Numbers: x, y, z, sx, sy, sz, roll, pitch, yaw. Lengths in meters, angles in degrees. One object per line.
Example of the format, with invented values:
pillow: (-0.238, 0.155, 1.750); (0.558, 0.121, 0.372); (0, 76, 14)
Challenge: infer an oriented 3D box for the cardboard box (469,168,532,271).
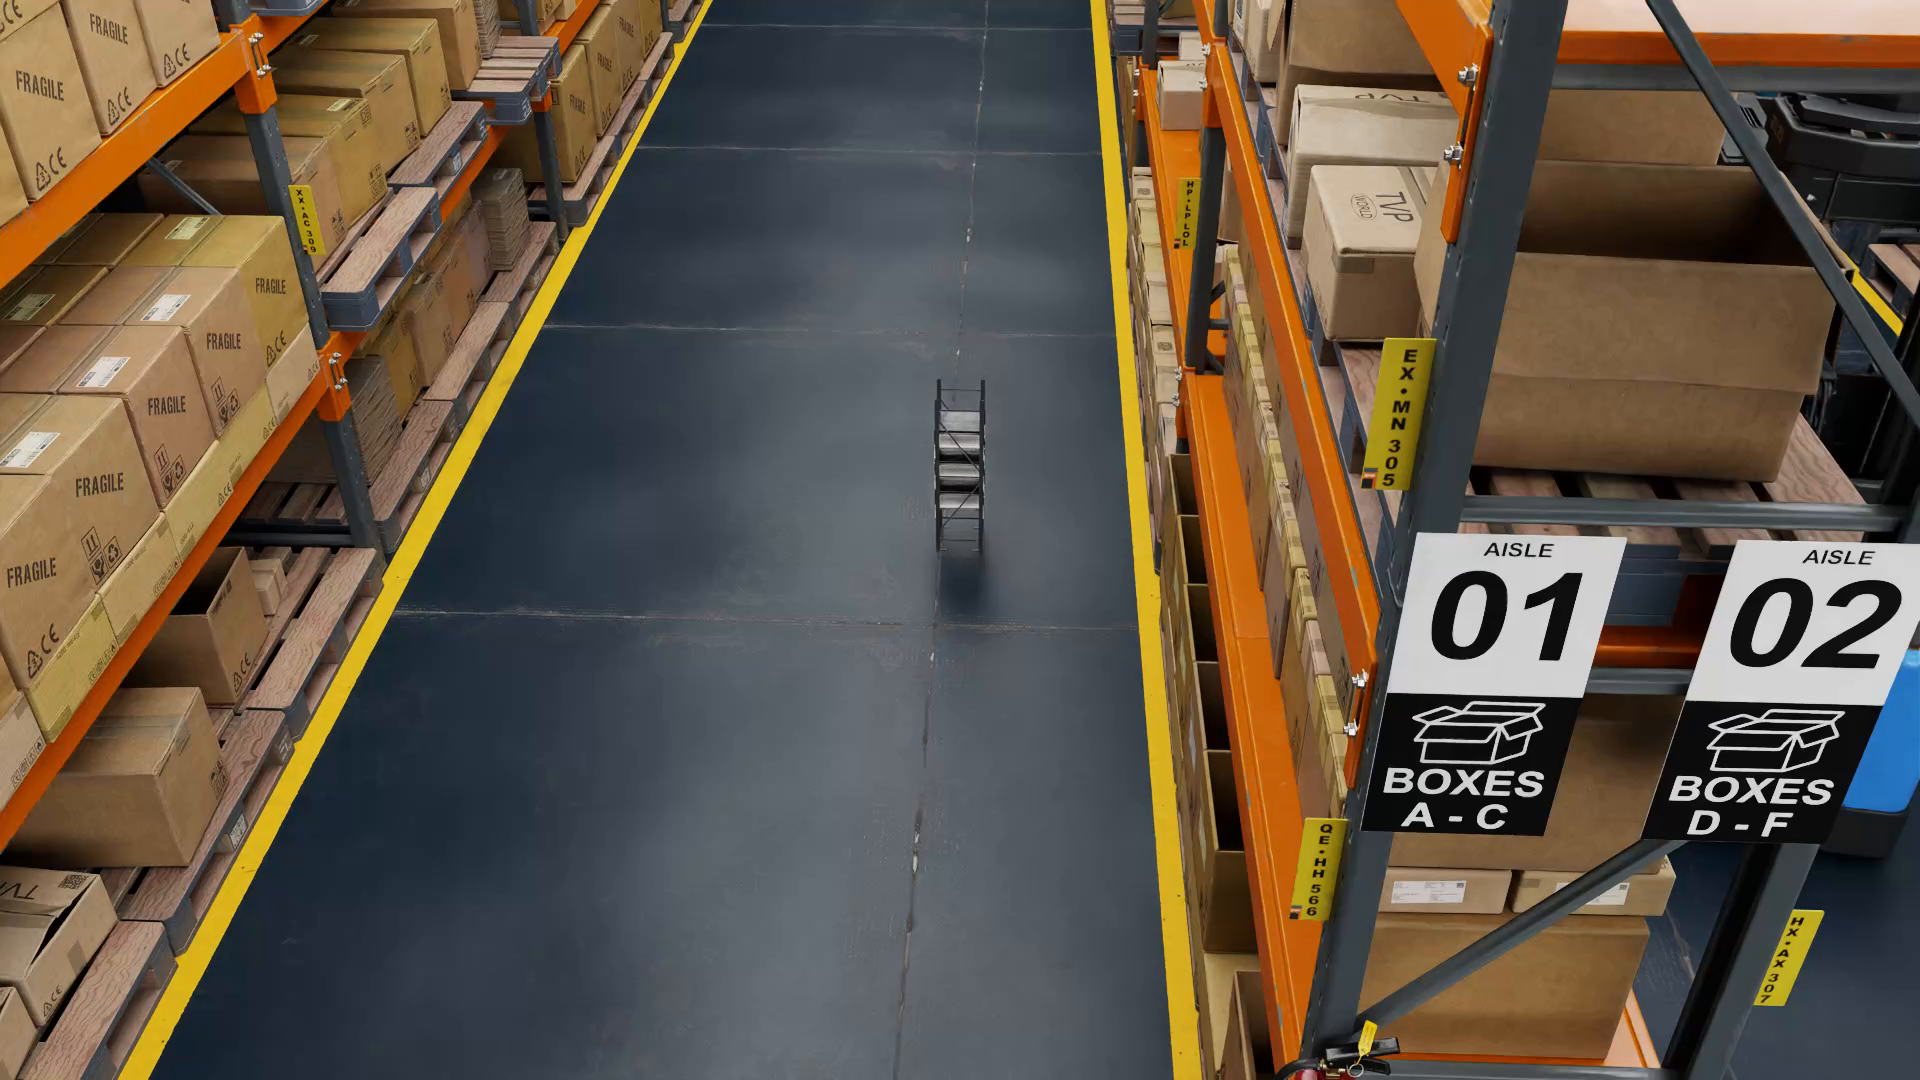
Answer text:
cardboard box: (-3.244, -2.105, 10.873); (0.700, 0.500, 0.500); (2, 35, 3)

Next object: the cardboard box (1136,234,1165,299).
cardboard box: (1.333, -1.637, 9.955); (0.500, 0.311, 0.500); (0, 35, 1)

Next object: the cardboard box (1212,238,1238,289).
cardboard box: (1.374, -1.406, 8.205); (0.396, 0.266, 0.258); (1, 35, 1)

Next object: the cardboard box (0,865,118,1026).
cardboard box: (-3.447, 1.431, 6.006); (0.500, 0.311, 0.500); (4, 35, 6)

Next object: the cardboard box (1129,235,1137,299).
cardboard box: (1.349, -1.714, 10.552); (0.500, 0.250, 0.500); (0, 35, 1)

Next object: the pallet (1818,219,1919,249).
pallet: (6.622, -2.446, 11.993); (1.003, 0.211, 1.213); (1, 35, 2)

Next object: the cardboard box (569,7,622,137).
cardboard box: (-3.065, -3.577, 12.681); (0.750, 0.750, 0.750); (1, 35, 2)

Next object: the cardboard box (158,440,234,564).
cardboard box: (-3.177, -0.156, 6.422); (0.500, 0.250, 0.500); (1, 35, 2)

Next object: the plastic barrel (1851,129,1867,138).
plastic barrel: (6.568, -2.895, 12.005); (0.421, 0.512, 0.421); (0, 35, 0)

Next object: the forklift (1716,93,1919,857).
forklift: (3.557, -0.754, 7.219); (1.130, 2.935, 3.031); (6, 36, 8)

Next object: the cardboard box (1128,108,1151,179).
cardboard box: (1.486, -2.950, 12.076); (0.500, 0.500, 0.500); (3, 35, 4)

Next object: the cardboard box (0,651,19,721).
cardboard box: (-3.239, 0.429, 4.937); (0.500, 0.500, 0.500); (1, 35, 2)

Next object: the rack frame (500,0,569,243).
rack frame: (-3.267, -3.362, 10.871); (1.000, 3.000, 0.127); (1, 35, 2)

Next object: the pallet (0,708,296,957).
pallet: (-3.465, 1.166, 6.853); (1.003, 0.211, 1.213); (1, 35, 2)

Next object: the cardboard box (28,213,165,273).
cardboard box: (-3.655, -1.052, 7.045); (0.500, 0.500, 0.500); (1, 35, 1)

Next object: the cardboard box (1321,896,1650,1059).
cardboard box: (1.393, 1.038, 4.524); (0.700, 0.500, 0.500); (1, 35, 2)

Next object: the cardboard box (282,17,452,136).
cardboard box: (-3.303, -2.596, 9.312); (0.700, 0.500, 0.500); (1, 35, 2)

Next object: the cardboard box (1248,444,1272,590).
cardboard box: (1.472, -0.146, 6.208); (0.700, 0.500, 0.500); (2, 35, 3)

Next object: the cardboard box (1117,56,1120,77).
cardboard box: (1.571, -4.126, 13.750); (0.500, 0.500, 0.500); (2, 35, 3)

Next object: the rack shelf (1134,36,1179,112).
rack shelf: (1.763, -4.105, 12.553); (1.077, 0.370, 4.000); (1, 35, 2)

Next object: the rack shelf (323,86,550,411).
rack shelf: (-3.347, -1.919, 9.443); (1.077, 0.370, 4.000); (1, 35, 2)

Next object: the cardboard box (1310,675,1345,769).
cardboard box: (1.206, 0.519, 4.698); (0.380, 0.149, 0.250); (1, 35, 1)

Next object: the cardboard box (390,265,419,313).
cardboard box: (-3.383, -1.503, 9.365); (0.500, 0.250, 0.500); (0, 35, 1)

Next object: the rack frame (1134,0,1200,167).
rack frame: (1.683, -3.250, 10.711); (1.000, 3.000, 0.127); (1, 35, 2)

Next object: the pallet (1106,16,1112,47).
pallet: (1.872, -4.802, 15.344); (1.003, 0.211, 1.213); (1, 35, 2)

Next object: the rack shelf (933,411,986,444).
rack shelf: (0.000, -0.566, 8.308); (0.258, 0.077, 0.200); (1, 35, 2)

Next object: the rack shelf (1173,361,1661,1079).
rack shelf: (1.442, 0.492, 6.013); (1.077, 0.370, 4.000); (1, 35, 2)

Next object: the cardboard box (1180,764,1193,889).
cardboard box: (1.136, 1.123, 6.516); (0.500, 0.250, 0.500); (1, 35, 2)

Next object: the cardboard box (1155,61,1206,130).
cardboard box: (1.454, -2.704, 10.012); (0.500, 0.311, 0.500); (1, 35, 1)

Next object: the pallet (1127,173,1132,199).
pallet: (1.751, -2.537, 12.122); (1.003, 0.211, 1.213); (1, 35, 2)

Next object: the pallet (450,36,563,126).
pallet: (-3.189, -2.872, 10.340); (1.213, 0.211, 1.003); (1, 35, 2)

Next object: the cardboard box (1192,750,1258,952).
cardboard box: (1.111, 1.103, 5.892); (0.500, 0.500, 0.500); (1, 35, 2)

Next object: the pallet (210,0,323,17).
pallet: (-3.296, -2.567, 7.294); (1.213, 0.211, 1.003); (1, 35, 2)

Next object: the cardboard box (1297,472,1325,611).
cardboard box: (1.431, -0.116, 5.036); (0.700, 0.500, 0.500); (1, 35, 2)

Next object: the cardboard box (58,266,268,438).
cardboard box: (-3.152, -0.752, 6.618); (0.500, 0.500, 0.500); (1, 35, 2)

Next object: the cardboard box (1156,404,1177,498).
cardboard box: (1.252, -0.467, 8.290); (0.500, 0.311, 0.500); (1, 35, 2)

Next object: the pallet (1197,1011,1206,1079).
pallet: (1.351, 2.047, 5.600); (1.003, 0.211, 1.213); (1, 35, 2)

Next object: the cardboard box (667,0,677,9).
cardboard box: (-2.974, -5.237, 15.347); (0.700, 0.500, 0.500); (2, 35, 2)

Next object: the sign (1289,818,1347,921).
sign: (0.820, 0.755, 3.799); (0.100, 0.325, 0.005); (1, 35, 2)

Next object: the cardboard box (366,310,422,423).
cardboard box: (-3.444, -0.943, 9.220); (0.700, 0.500, 0.500); (1, 35, 1)

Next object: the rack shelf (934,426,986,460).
rack shelf: (0.000, -0.493, 8.359); (0.258, 0.077, 0.200); (1, 35, 2)

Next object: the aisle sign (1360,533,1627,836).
aisle sign: (1.066, 0.314, 3.380); (0.394, 0.787, 0.004); (1, 35, 2)

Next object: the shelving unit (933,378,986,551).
shelving unit: (0.000, -0.373, 8.444); (0.258, 0.900, 0.210); (1, 35, 2)

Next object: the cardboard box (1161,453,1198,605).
cardboard box: (1.191, -0.046, 7.527); (0.500, 0.500, 0.500); (1, 35, 2)

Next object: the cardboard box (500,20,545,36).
cardboard box: (-3.022, -3.451, 11.199); (0.380, 0.149, 0.250); (1, 35, 1)

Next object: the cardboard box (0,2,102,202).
cardboard box: (-3.218, -1.435, 5.416); (0.500, 0.500, 0.500); (0, 35, 0)

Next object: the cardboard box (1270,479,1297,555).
cardboard box: (1.247, -0.075, 5.543); (0.380, 0.149, 0.250); (1, 35, 1)

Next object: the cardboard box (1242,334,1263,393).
cardboard box: (1.290, -0.665, 6.382); (0.380, 0.149, 0.250); (1, 35, 1)

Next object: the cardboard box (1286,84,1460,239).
cardboard box: (1.167, -1.061, 4.578); (0.500, 0.311, 0.500); (5, 35, 7)

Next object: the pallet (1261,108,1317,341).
pallet: (1.462, -0.953, 4.911); (1.003, 0.211, 1.213); (1, 35, 2)

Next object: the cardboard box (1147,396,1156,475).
cardboard box: (1.272, -0.534, 8.873); (0.500, 0.250, 0.500); (1, 35, 1)

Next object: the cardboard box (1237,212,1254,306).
cardboard box: (1.511, -1.268, 6.676); (0.700, 0.500, 0.500); (1, 35, 2)
